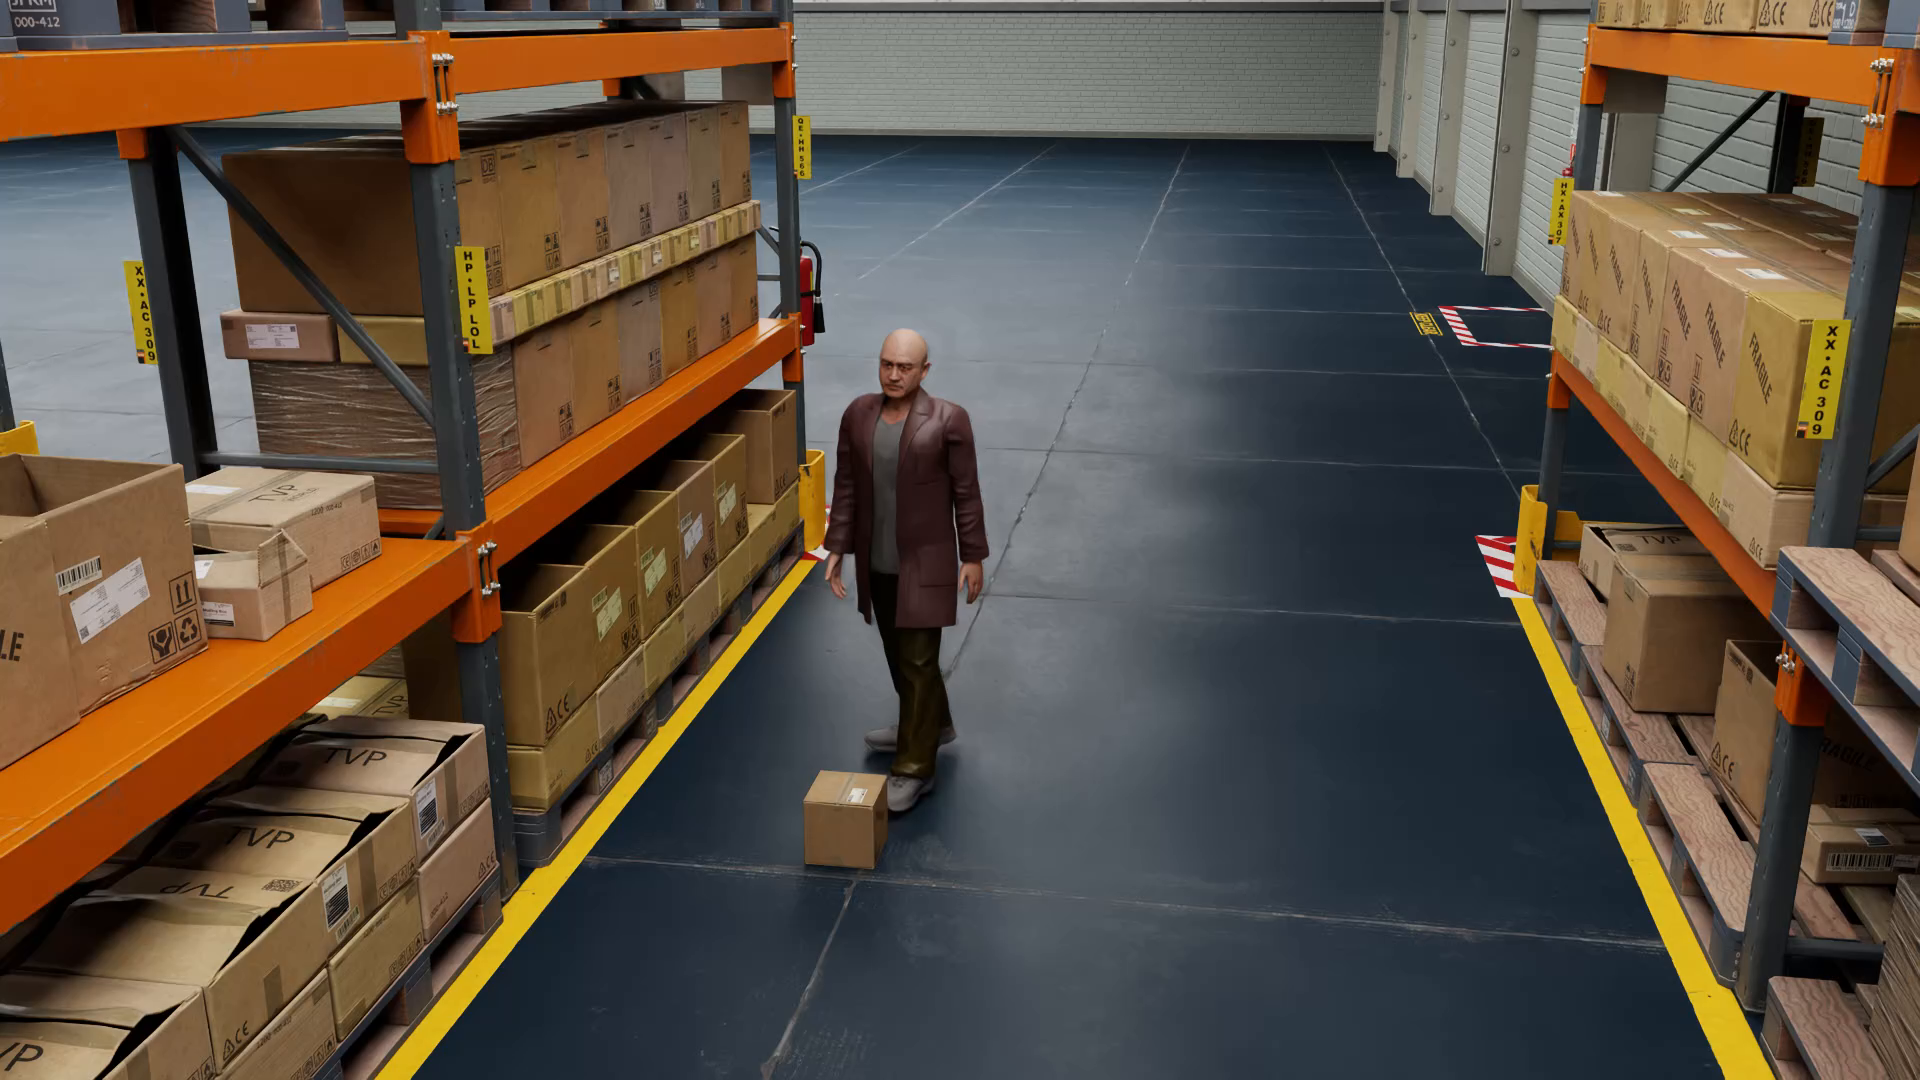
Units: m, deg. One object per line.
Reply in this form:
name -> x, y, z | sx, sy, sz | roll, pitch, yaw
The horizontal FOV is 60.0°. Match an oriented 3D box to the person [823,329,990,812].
person -> -0.235, 0.082, 6.290 | 0.586, 1.772, 0.732 | 11, 20, 30
